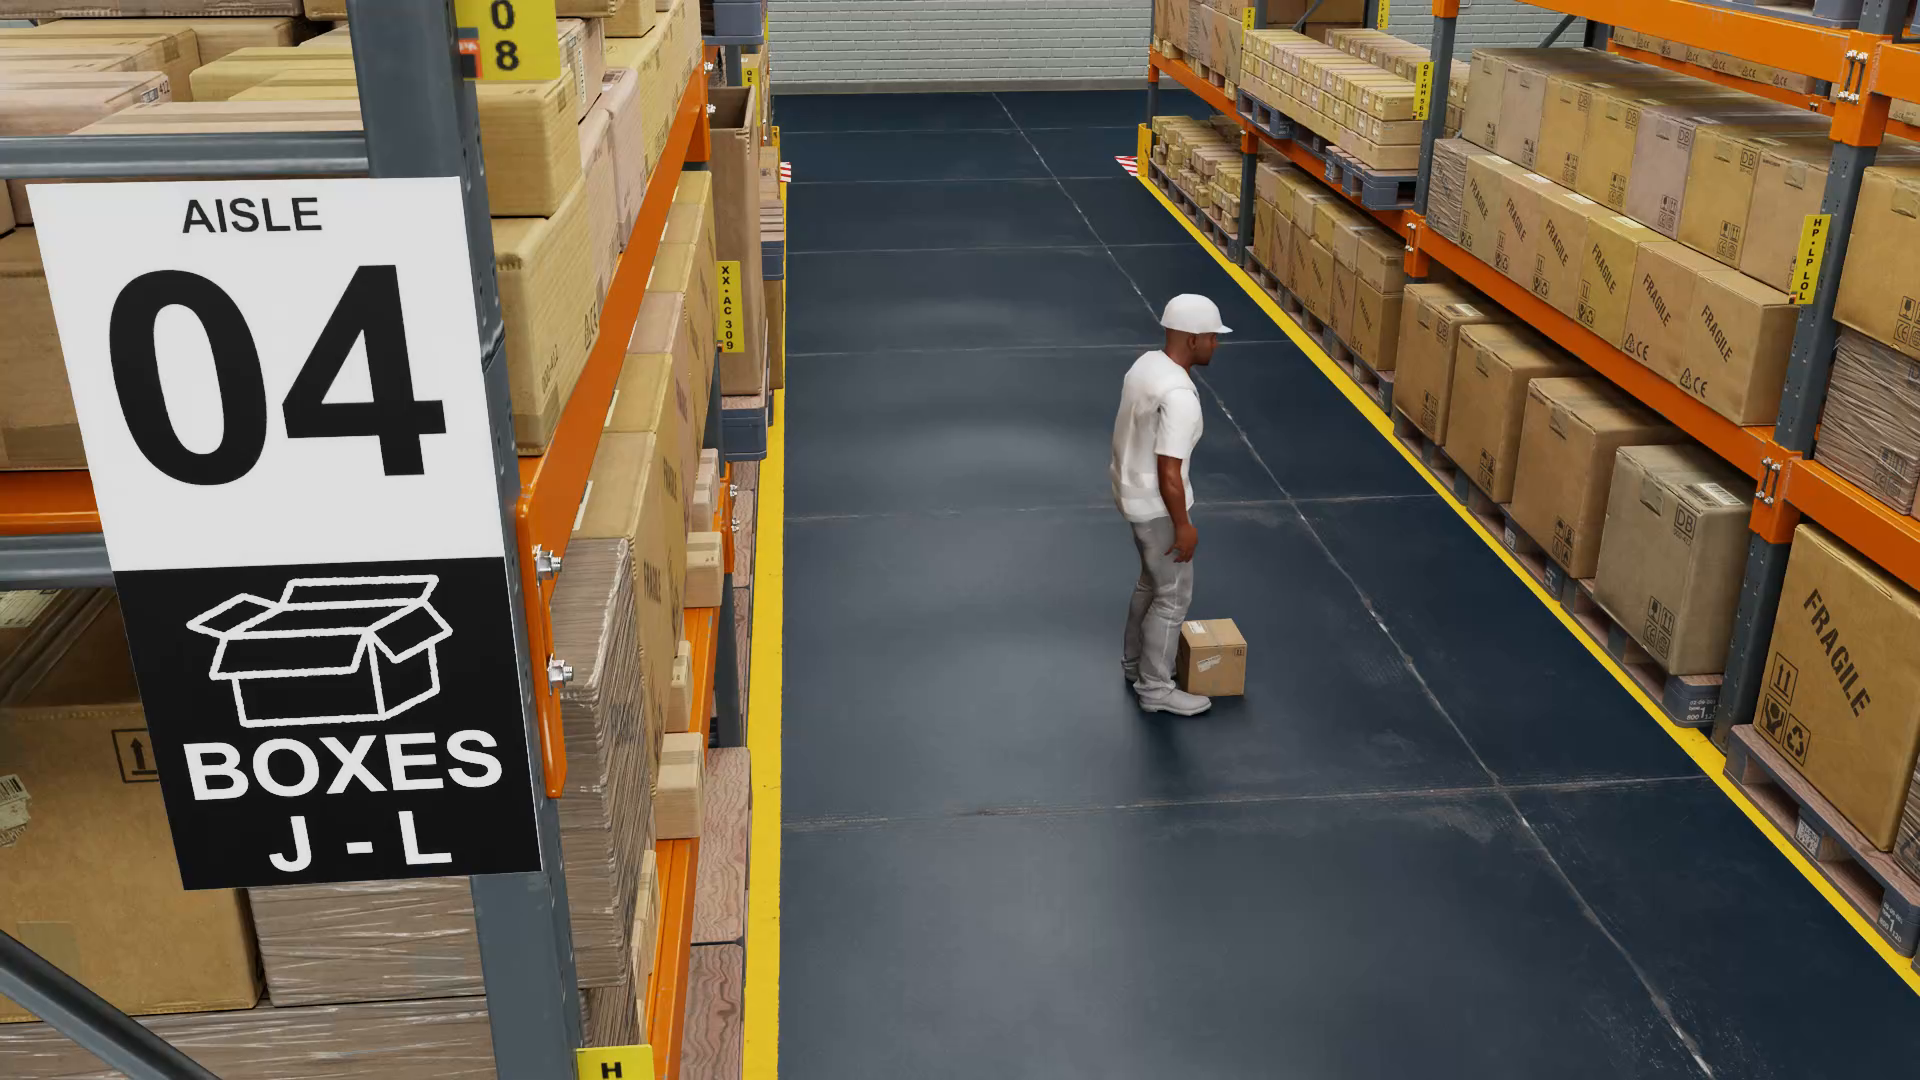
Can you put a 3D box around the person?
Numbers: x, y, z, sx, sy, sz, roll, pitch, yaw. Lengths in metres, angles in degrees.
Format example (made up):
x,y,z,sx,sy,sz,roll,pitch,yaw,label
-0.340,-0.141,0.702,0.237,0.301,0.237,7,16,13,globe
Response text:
x,y,z,sx,sy,sz,roll,pitch,yaw,label
0.864,-0.158,6.939,0.459,1.760,0.625,-3,24,-6,person
